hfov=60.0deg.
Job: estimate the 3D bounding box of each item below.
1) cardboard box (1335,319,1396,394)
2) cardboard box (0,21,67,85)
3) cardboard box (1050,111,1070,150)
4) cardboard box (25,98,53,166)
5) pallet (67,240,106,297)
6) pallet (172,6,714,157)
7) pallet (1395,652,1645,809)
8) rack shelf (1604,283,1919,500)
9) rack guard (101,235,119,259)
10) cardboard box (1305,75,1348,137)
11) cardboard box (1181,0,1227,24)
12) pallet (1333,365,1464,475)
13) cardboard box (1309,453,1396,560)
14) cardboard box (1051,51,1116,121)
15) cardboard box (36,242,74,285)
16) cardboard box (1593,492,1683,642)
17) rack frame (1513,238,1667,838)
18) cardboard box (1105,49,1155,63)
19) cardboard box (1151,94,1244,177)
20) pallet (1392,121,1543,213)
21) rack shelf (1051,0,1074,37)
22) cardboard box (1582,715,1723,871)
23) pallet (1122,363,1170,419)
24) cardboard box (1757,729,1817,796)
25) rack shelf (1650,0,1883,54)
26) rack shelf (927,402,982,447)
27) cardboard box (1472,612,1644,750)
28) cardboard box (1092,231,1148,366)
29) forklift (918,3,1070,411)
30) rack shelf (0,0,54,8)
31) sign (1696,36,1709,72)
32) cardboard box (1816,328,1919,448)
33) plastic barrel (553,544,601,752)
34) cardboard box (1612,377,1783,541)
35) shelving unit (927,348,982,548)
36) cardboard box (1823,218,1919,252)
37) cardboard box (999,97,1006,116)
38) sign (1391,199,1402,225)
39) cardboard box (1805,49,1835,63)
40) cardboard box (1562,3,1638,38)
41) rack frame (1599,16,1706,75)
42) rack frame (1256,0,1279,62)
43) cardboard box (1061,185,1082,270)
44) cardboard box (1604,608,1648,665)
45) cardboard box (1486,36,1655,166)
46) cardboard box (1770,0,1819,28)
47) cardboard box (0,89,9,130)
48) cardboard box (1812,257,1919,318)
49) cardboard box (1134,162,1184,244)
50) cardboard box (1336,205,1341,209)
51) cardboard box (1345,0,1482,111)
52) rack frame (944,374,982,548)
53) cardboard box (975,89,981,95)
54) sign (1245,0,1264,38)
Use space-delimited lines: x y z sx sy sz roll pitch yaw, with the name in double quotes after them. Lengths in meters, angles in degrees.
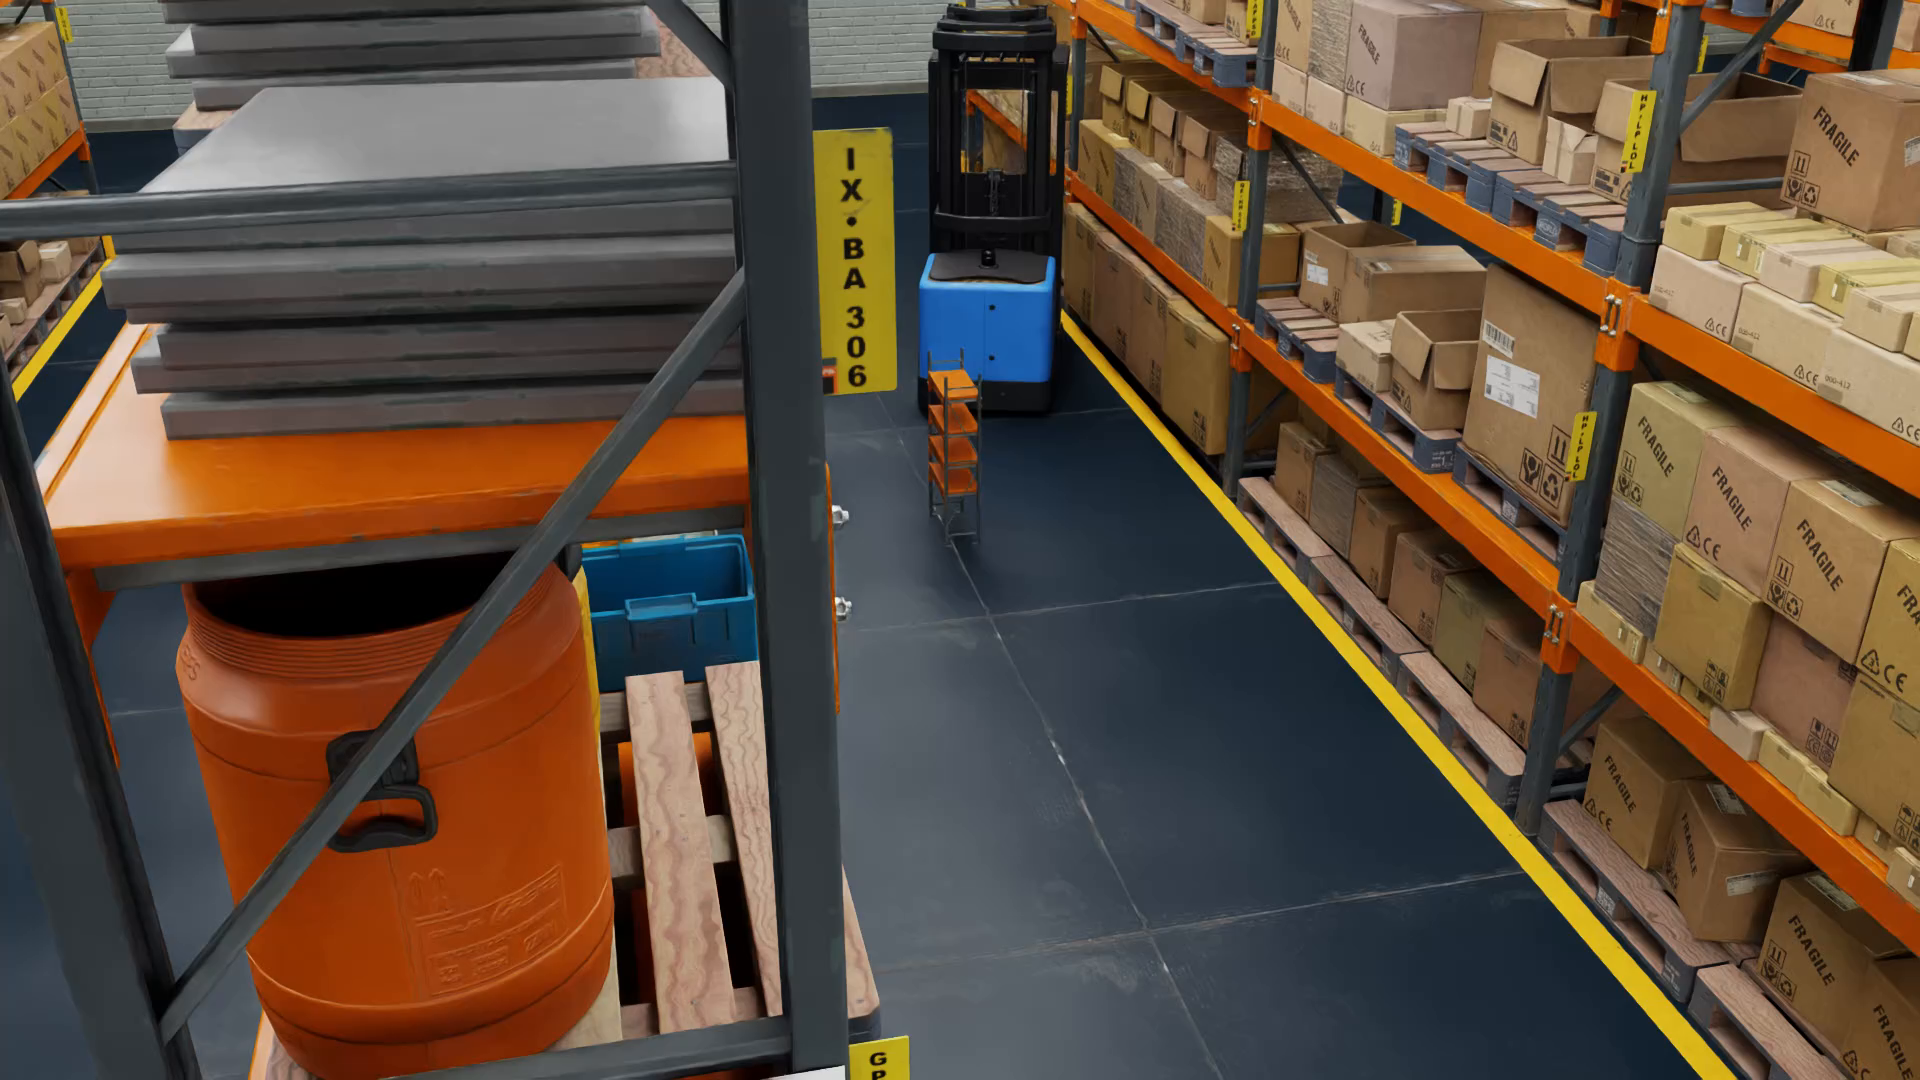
2.512 -1.066 9.580 0.500 0.250 0.500 -7 28 -13 "cardboard box"
-8.729 -4.536 15.534 0.500 0.500 0.500 -6 27 -12 "cardboard box"
1.102 -3.694 14.922 0.500 0.250 0.500 -6 27 -13 "cardboard box"
-8.503 -3.641 14.871 0.500 0.500 0.500 -6 27 -11 "cardboard box"
-8.899 -2.584 15.982 1.003 0.211 1.213 -6 27 -12 "pallet"
-1.075 -0.965 3.676 1.003 0.211 1.213 -6 27 -12 "pallet"
3.083 0.954 8.971 1.003 0.211 1.213 -6 27 -12 "pallet"
3.710 -0.089 5.413 1.077 0.370 4.000 -6 27 -12 "rack shelf"
-9.080 -3.063 16.611 1.175 0.500 0.348 -6 27 -12 "rack guard"
2.331 -2.519 9.596 0.500 0.250 0.500 -5 27 -10 "cardboard box"
1.870 -3.906 11.601 0.500 0.500 0.500 -5 27 -9 "cardboard box"
2.844 -0.754 9.475 1.003 0.211 1.213 -6 27 -12 "pallet"
2.666 -0.251 10.551 0.700 0.500 0.500 -8 28 -16 "cardboard box"
1.093 -4.036 14.768 0.500 0.500 0.500 -5 27 -10 "cardboard box"
-8.550 -2.548 15.378 0.500 0.250 0.500 -6 27 -12 "cardboard box"
3.301 0.078 7.173 0.875 0.500 0.500 -6 27 -12 "cardboard box"
3.260 0.051 7.666 1.000 3.000 0.127 -6 27 -12 "rack frame"
1.598 -4.098 14.890 0.500 0.500 0.500 -6 27 -12 "cardboard box"
1.908 -3.100 12.685 0.797 0.503 0.637 -5 27 -10 "cardboard box"
2.988 -1.941 8.492 1.213 0.211 1.003 -6 27 -12 "pallet"
1.006 -5.357 15.850 1.077 0.370 4.000 -6 27 -12 "rack shelf"
3.311 1.159 7.779 0.500 0.500 0.500 -7 28 -13 "cardboard box"
1.983 -1.348 13.533 1.003 0.211 1.213 -6 27 -12 "pallet"
3.321 0.835 6.393 0.380 0.149 0.250 -6 27 -12 "cardboard box"
2.809 -3.005 8.306 1.077 0.370 4.000 -6 27 -12 "rack shelf"
-0.037 -0.748 10.900 0.258 0.148 0.480 -6 27 -12 "rack shelf"
3.142 0.699 8.668 0.700 0.500 0.500 -8 28 -16 "cardboard box"
1.823 -2.029 13.679 1.225 0.875 0.875 -7 28 -13 "cardboard box"
0.317 -2.938 13.665 1.130 2.935 3.031 2 27 4 "forklift"
-8.646 -4.352 13.860 1.077 0.370 4.000 -6 27 -12 "rack shelf"
6.852 -4.495 15.388 0.100 0.325 0.005 -6 27 -12 "sign"
3.337 -0.546 5.688 0.500 0.250 0.500 -7 28 -14 "cardboard box"
-1.045 0.212 3.344 0.600 0.588 0.600 0 27 0 "plastic barrel"
3.113 -0.349 6.909 0.500 0.500 0.500 -6 27 -12 "cardboard box"
-0.037 -0.608 10.970 0.258 1.200 0.503 -6 27 -12 "shelving unit"
3.586 -1.159 6.459 0.380 0.149 0.250 -6 27 -11 "cardboard box"
0.606 -4.351 16.667 0.380 0.149 0.250 -6 27 -12 "cardboard box"
2.885 -2.246 11.019 0.100 0.325 0.005 -6 27 -12 "sign"
10.180 -5.809 19.165 0.500 0.500 0.500 -6 27 -12 "cardboard box"
5.943 -4.723 15.574 0.500 0.500 0.500 -7 28 -13 "cardboard box"
6.312 -3.920 15.534 1.000 3.000 0.127 -6 27 -12 "rack frame"
2.358 -4.383 9.793 1.000 3.000 0.127 -6 27 -12 "rack frame"
1.386 -2.998 15.598 0.875 0.875 0.875 -6 27 -12 "cardboard box"
3.059 0.399 7.255 0.380 0.149 0.250 -6 27 -12 "cardboard box"
3.037 -2.151 8.120 0.797 0.503 0.637 -5 27 -9 "cardboard box"
6.603 -4.211 12.670 0.500 0.500 0.500 -6 27 -12 "cardboard box"
-8.260 -3.635 13.749 0.500 0.500 0.500 -7 28 -13 "cardboard box"
3.297 -0.890 5.926 0.380 0.149 0.250 -5 27 -10 "cardboard box"
1.665 -2.611 12.830 0.500 0.500 0.500 -5 27 -11 "cardboard box"
2.395 -2.217 12.048 0.500 0.500 0.500 -7 28 -13 "cardboard box"
2.444 -2.636 8.996 0.500 0.500 0.500 -7 28 -13 "cardboard box"
0.018 -0.501 10.758 0.240 1.200 0.015 -6 27 -12 "rack frame"
0.373 -4.803 17.562 0.380 0.149 0.250 -6 27 -12 "cardboard box"
1.816 -3.257 10.230 0.100 0.325 0.005 -6 27 -12 "sign"
